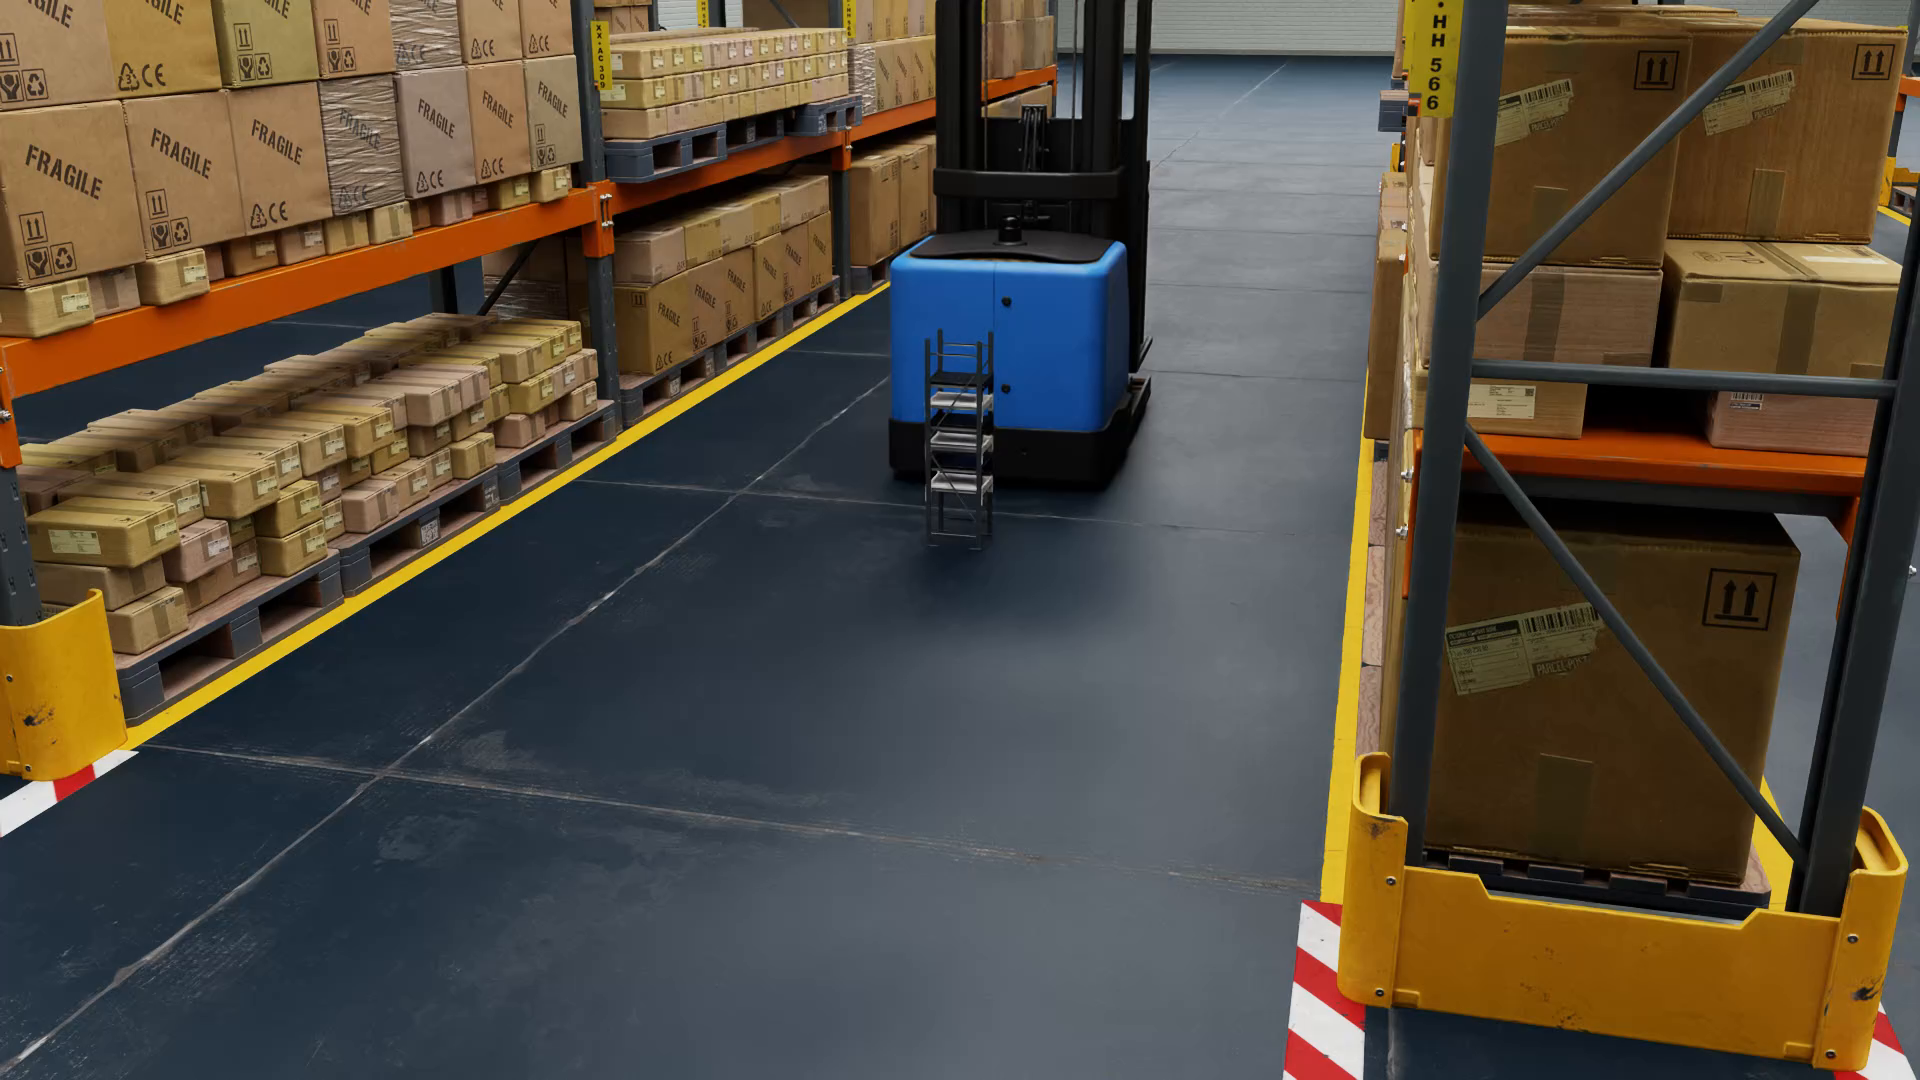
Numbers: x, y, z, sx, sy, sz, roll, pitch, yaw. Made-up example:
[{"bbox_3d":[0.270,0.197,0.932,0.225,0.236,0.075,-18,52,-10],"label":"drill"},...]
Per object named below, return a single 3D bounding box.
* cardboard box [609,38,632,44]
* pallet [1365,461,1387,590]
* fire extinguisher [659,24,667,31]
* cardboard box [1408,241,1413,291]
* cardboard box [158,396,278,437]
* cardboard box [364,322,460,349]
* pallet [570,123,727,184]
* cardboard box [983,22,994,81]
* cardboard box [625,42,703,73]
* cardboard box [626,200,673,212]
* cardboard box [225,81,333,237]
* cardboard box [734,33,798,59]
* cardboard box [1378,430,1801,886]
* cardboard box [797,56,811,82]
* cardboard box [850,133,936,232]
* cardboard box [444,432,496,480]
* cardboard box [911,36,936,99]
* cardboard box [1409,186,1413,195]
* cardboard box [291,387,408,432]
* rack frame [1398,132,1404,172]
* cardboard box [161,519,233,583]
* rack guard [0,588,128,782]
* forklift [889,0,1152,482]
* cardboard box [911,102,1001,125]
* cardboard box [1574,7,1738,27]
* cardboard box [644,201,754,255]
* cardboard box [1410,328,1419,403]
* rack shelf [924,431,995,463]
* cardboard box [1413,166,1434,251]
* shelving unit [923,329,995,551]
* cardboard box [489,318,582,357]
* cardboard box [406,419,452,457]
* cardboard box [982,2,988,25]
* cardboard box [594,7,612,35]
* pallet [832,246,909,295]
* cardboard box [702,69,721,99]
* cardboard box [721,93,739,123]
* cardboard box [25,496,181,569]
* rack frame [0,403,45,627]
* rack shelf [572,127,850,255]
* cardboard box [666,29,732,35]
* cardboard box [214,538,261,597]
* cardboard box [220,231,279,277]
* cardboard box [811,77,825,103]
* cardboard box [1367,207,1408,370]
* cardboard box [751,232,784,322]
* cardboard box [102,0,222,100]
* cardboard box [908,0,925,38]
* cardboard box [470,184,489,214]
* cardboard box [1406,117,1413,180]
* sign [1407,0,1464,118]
[{"bbox_3d":[-2.128,-2.839,9.676,0.380,0.149,0.250,4,19,12],"label":"cardboard box"},{"bbox_3d":[2.229,-0.037,6.969,1.003,0.211,1.213,5,19,13],"label":"pallet"},{"bbox_3d":[-3.712,-6.095,20.512,0.296,0.674,0.183,5,19,13],"label":"fire extinguisher"},{"bbox_3d":[1.717,-0.914,5.613,0.380,0.149,0.250,4,19,12],"label":"cardboard box"},{"bbox_3d":[-3.023,-0.479,6.791,0.380,0.149,0.250,4,19,12],"label":"cardboard box"},{"bbox_3d":[-2.704,-0.970,8.227,0.380,0.149,0.250,6,20,16],"label":"cardboard box"},{"bbox_3d":[-1.966,-2.149,9.136,1.003,0.211,1.213,5,19,13],"label":"pallet"},{"bbox_3d":[-0.149,-4.881,16.605,0.875,0.550,0.550,5,19,13],"label":"cardboard box"},{"bbox_3d":[-1.625,-2.628,9.061,0.380,0.149,0.250,5,19,14],"label":"cardboard box"},{"bbox_3d":[-2.104,-1.963,10.351,0.500,0.250,0.500,4,19,11],"label":"cardboard box"},{"bbox_3d":[-2.656,-1.387,5.994,0.500,0.500,0.500,5,19,14],"label":"cardboard box"},{"bbox_3d":[-1.246,-3.117,10.493,0.380,0.149,0.250,5,19,13],"label":"cardboard box"},{"bbox_3d":[1.592,0.265,4.408,0.875,0.875,0.875,5,19,13],"label":"cardboard box"},{"bbox_3d":[-1.183,-3.051,10.757,0.380,0.149,0.250,5,19,14],"label":"cardboard box"},{"bbox_3d":[-0.643,-3.150,14.599,1.050,0.750,0.750,5,19,13],"label":"cardboard box"},{"bbox_3d":[-2.313,-0.387,7.442,0.380,0.149,0.250,5,19,13],"label":"cardboard box"},{"bbox_3d":[-0.455,-4.065,14.294,0.500,0.500,0.500,5,19,14],"label":"cardboard box"},{"bbox_3d":[2.096,-1.403,7.044,0.380,0.149,0.250,5,19,14],"label":"cardboard box"},{"bbox_3d":[-2.543,-0.527,6.931,0.380,0.149,0.250,5,19,14],"label":"cardboard box"},{"bbox_3d":[5.423,-5.350,18.209,1.000,3.000,0.127,5,19,13],"label":"rack frame"},{"bbox_3d":[-2.773,0.026,5.771,0.380,0.149,0.250,5,19,13],"label":"cardboard box"},{"bbox_3d":[-3.253,0.401,5.240,1.175,0.500,0.348,5,19,13],"label":"rack guard"},{"bbox_3d":[0.468,-2.097,8.794,1.130,2.935,3.031,4,19,11],"label":"forklift"},{"bbox_3d":[-0.118,-3.904,16.615,0.875,0.875,0.875,5,19,14],"label":"cardboard box"},{"bbox_3d":[2.511,-1.691,6.110,0.500,0.500,0.500,5,19,14],"label":"cardboard box"},{"bbox_3d":[-1.601,-1.920,10.225,0.500,0.250,0.500,5,20,15],"label":"cardboard box"},{"bbox_3d":[1.343,-0.435,4.210,0.380,0.149,0.250,5,19,14],"label":"cardboard box"},{"bbox_3d":[-0.002,-0.392,7.045,0.258,0.077,0.200,5,19,13],"label":"rack shelf"},{"bbox_3d":[1.746,-1.060,5.421,0.500,0.250,0.500,5,19,13],"label":"cardboard box"},{"bbox_3d":[-0.002,-0.423,7.035,0.258,0.900,0.210,5,19,13],"label":"shelving unit"},{"bbox_3d":[-2.129,-1.011,8.347,0.380,0.149,0.250,5,20,15],"label":"cardboard box"},{"bbox_3d":[-2.450,-0.473,7.231,0.380,0.149,0.250,4,19,11],"label":"cardboard box"},{"bbox_3d":[-0.216,-5.214,15.910,0.875,0.550,0.550,5,19,13],"label":"cardboard box"},{"bbox_3d":[-4.305,-5.815,18.958,0.500,0.500,0.500,5,19,13],"label":"cardboard box"},{"bbox_3d":[-1.051,-2.187,13.265,1.003,0.211,1.213,5,19,13],"label":"pallet"},{"bbox_3d":[-1.565,-2.564,9.331,0.380,0.149,0.250,4,19,11],"label":"cardboard box"},{"bbox_3d":[-1.501,-2.503,9.613,0.380,0.149,0.250,4,19,11],"label":"cardboard box"},{"bbox_3d":[-2.814,-0.027,5.466,0.380,0.149,0.250,4,19,11],"label":"cardboard box"},{"bbox_3d":[-3.272,-0.758,4.767,1.000,3.000,0.127,5,19,13],"label":"rack frame"},{"bbox_3d":[-1.806,-2.298,10.389,1.077,0.370,4.000,5,19,13],"label":"rack shelf"},{"bbox_3d":[-1.745,-3.337,11.134,0.380,0.149,0.250,5,19,13],"label":"cardboard box"},{"bbox_3d":[-2.795,0.086,6.055,0.380,0.149,0.250,5,19,14],"label":"cardboard box"},{"bbox_3d":[-2.714,-1.053,6.019,0.380,0.149,0.250,4,19,13],"label":"cardboard box"},{"bbox_3d":[-1.117,-2.996,11.058,0.380,0.149,0.250,5,19,14],"label":"cardboard box"},{"bbox_3d":[2.845,-1.264,8.885,1.225,0.875,0.875,4,19,11],"label":"cardboard box"},{"bbox_3d":[-1.468,-1.725,10.815,0.500,0.500,0.500,4,19,11],"label":"cardboard box"},{"bbox_3d":[-2.787,-1.698,5.356,0.500,0.500,0.500,5,20,15],"label":"cardboard box"},{"bbox_3d":[-0.703,-4.564,14.207,0.700,0.500,0.500,5,19,14],"label":"cardboard box"},{"bbox_3d":[-2.347,-1.541,7.448,0.380,0.149,0.250,4,19,12],"label":"cardboard box"},{"bbox_3d":[2.589,-2.123,8.607,0.500,0.500,0.500,4,19,13],"label":"cardboard box"},{"bbox_3d":[0.991,-1.042,3.440,0.100,0.325,0.005,5,19,13],"label":"sign"}]
